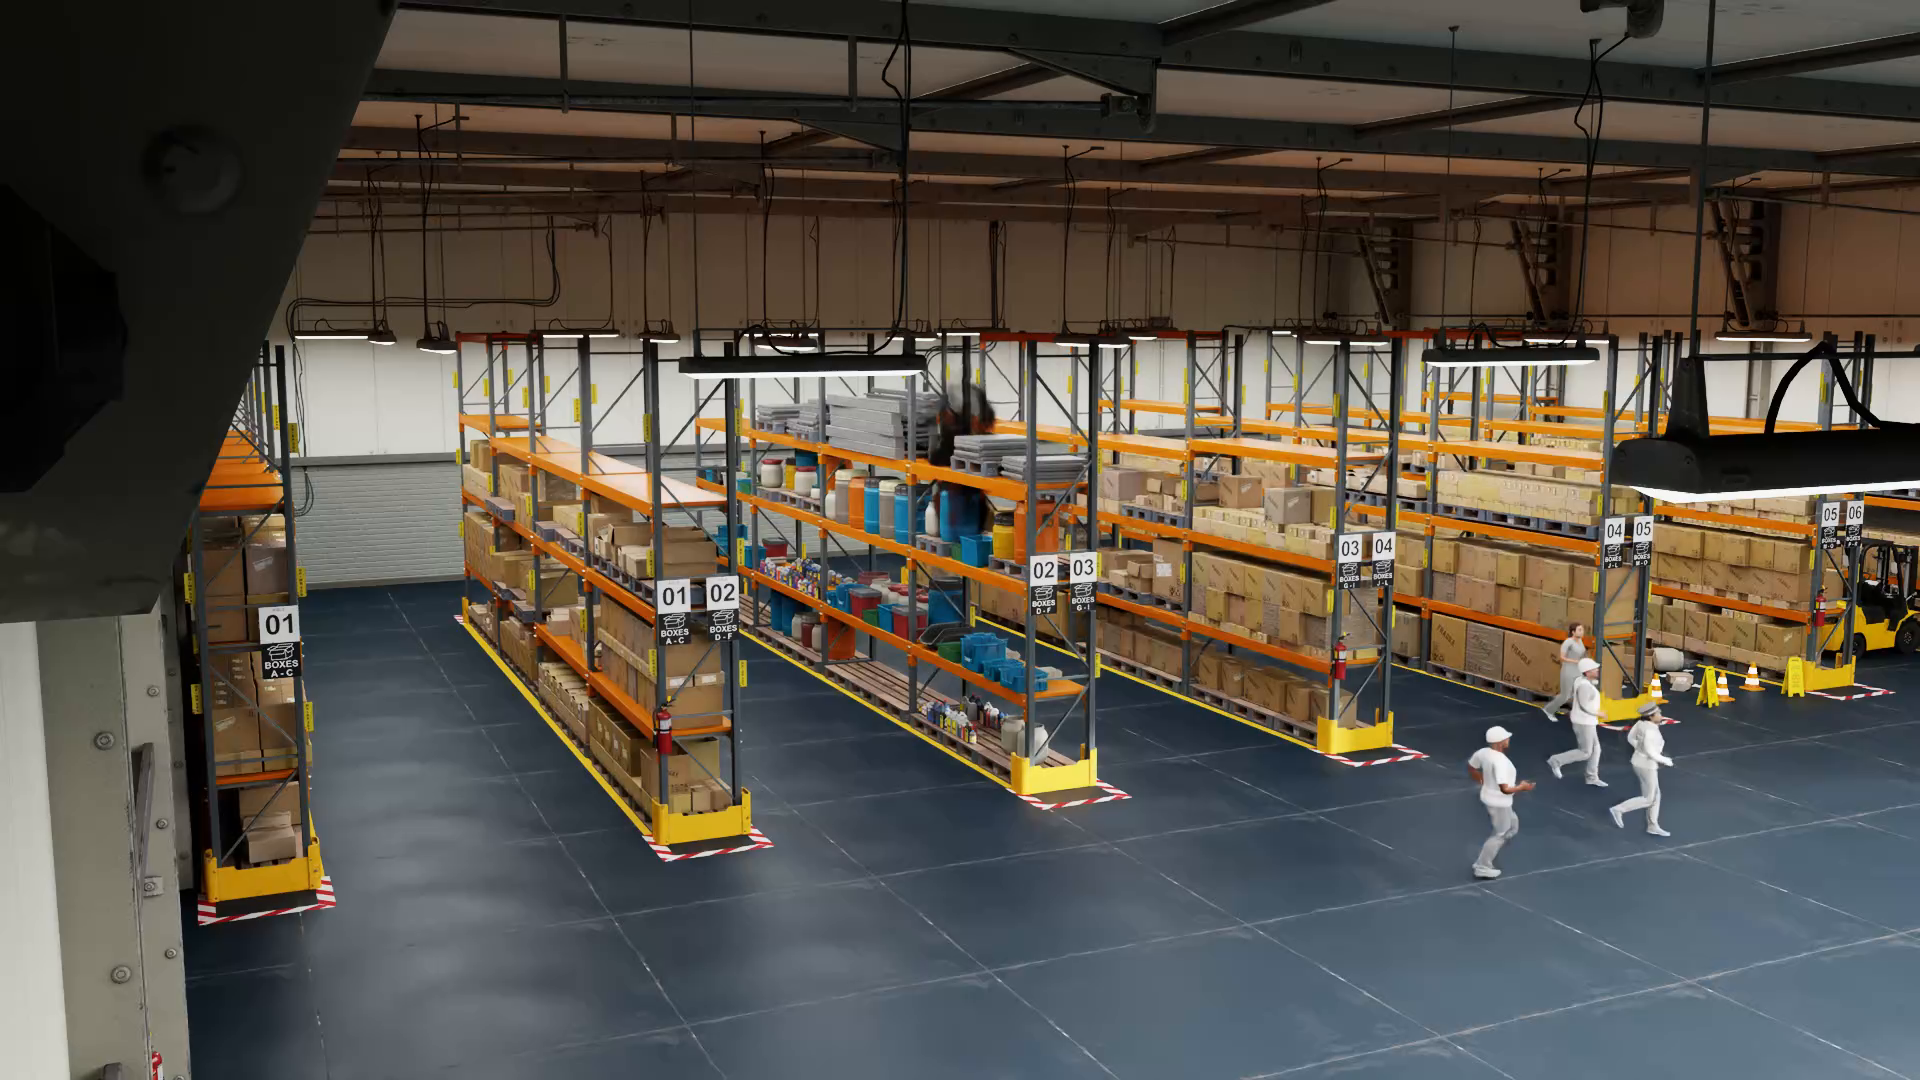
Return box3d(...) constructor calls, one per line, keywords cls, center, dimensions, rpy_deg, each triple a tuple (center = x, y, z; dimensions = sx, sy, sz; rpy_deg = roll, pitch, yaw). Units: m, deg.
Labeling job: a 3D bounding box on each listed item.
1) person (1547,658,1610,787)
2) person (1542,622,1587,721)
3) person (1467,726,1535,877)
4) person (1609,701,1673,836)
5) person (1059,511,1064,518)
box3d(cls="person", center=(8.377, 2.458, 22.466), dimensions=(0.820, 1.769, 0.669), rpy_deg=(2, 8, 15))
box3d(cls="person", center=(9.376, 2.080, 25.536), dimensions=(0.596, 1.689, 0.928), rpy_deg=(-5, 9, -31))
box3d(cls="person", center=(6.104, 2.951, 18.732), dimensions=(0.626, 1.750, 0.680), rpy_deg=(0, 8, 0))
box3d(cls="person", center=(8.320, 2.787, 20.325), dimensions=(0.781, 1.695, 0.624), rpy_deg=(1, 8, 5))
box3d(cls="person", center=(2.318, 0.077, 40.175), dimensions=(0.618, 1.686, 0.843), rpy_deg=(2, 8, 15))
